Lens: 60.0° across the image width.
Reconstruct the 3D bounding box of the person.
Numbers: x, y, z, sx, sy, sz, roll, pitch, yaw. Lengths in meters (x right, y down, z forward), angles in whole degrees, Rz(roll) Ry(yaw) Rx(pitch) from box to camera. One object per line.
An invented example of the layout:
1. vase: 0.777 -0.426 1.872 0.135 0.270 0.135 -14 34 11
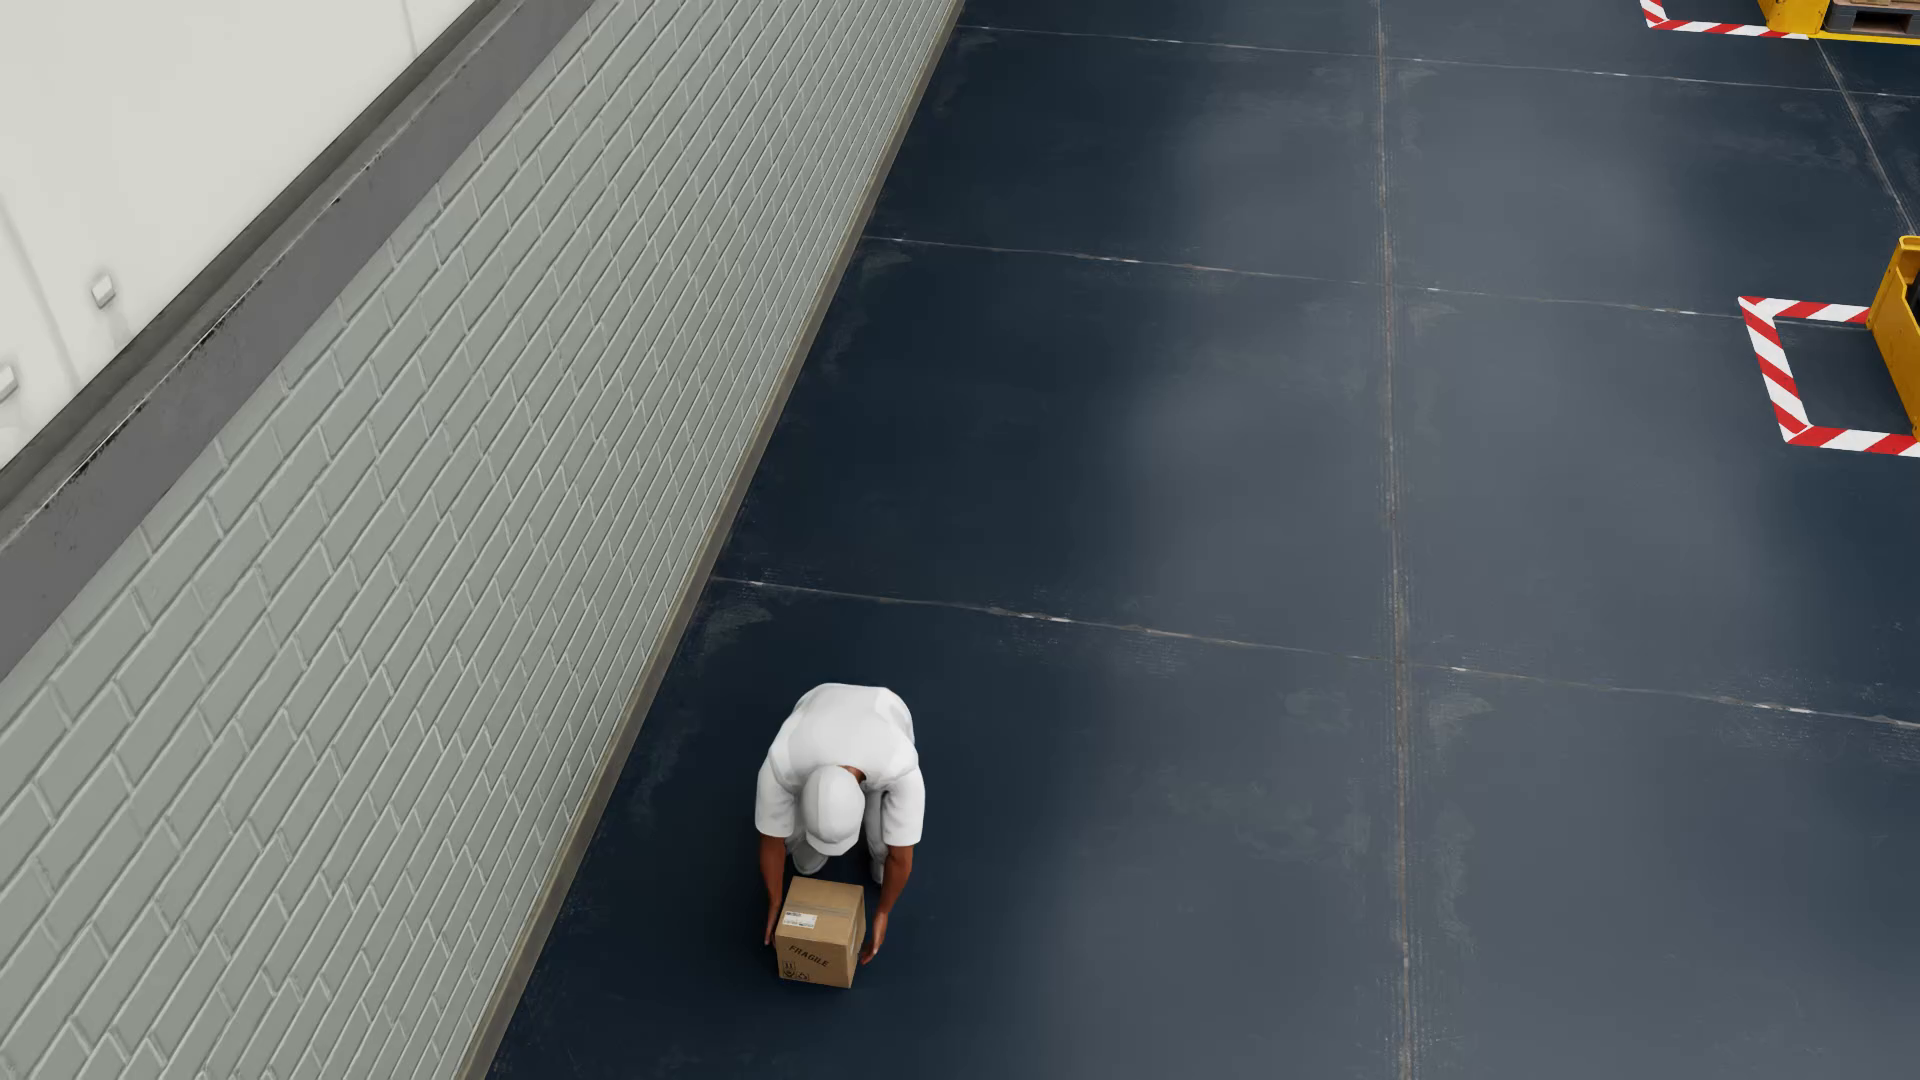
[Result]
1. person: -0.380 0.885 5.750 0.569 0.926 0.896 6 41 8
